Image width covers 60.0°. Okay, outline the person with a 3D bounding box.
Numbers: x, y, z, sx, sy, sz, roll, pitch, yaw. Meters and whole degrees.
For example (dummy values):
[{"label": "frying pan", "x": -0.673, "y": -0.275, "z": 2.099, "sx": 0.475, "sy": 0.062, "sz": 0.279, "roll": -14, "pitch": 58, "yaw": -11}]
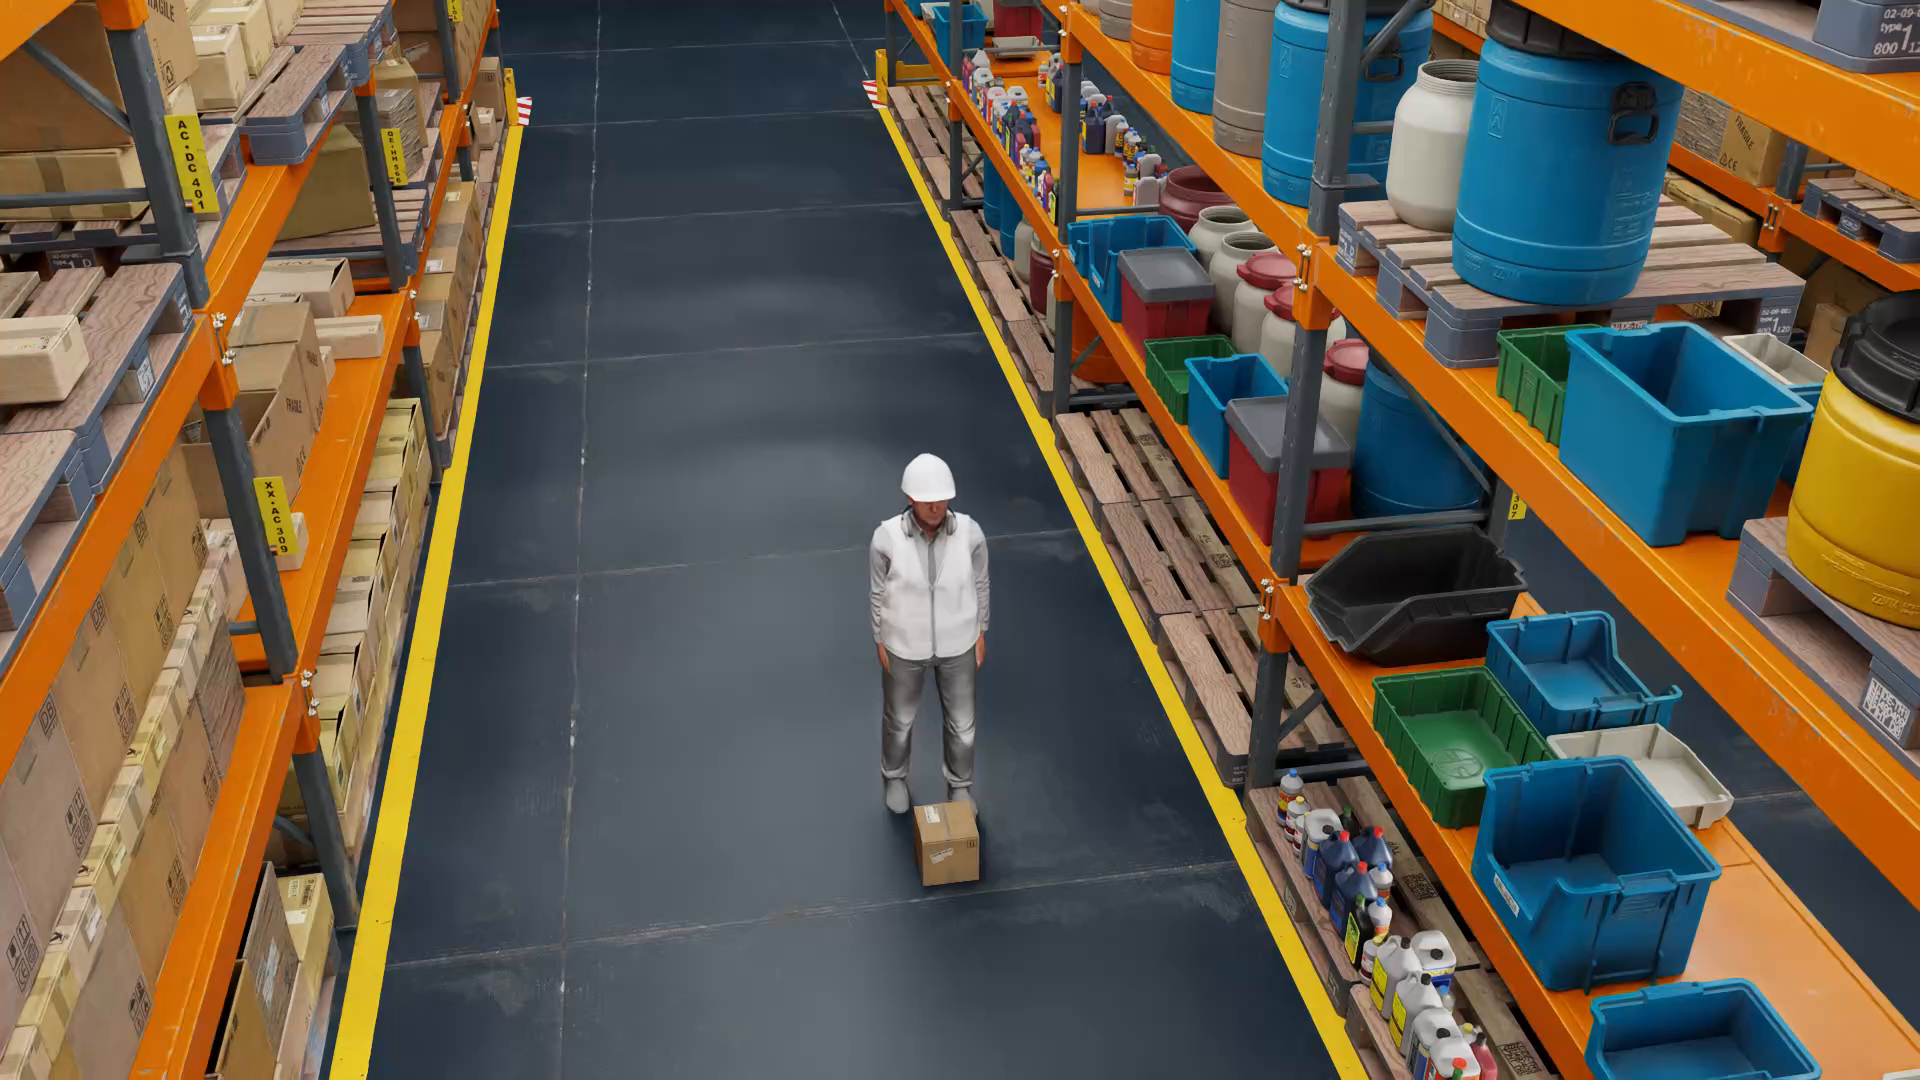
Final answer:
[{"label": "person", "x": -0.121, "y": 0.457, "z": 7.365, "sx": 0.531, "sy": 1.795, "sz": 0.399, "roll": -4, "pitch": 31, "yaw": -8}]
